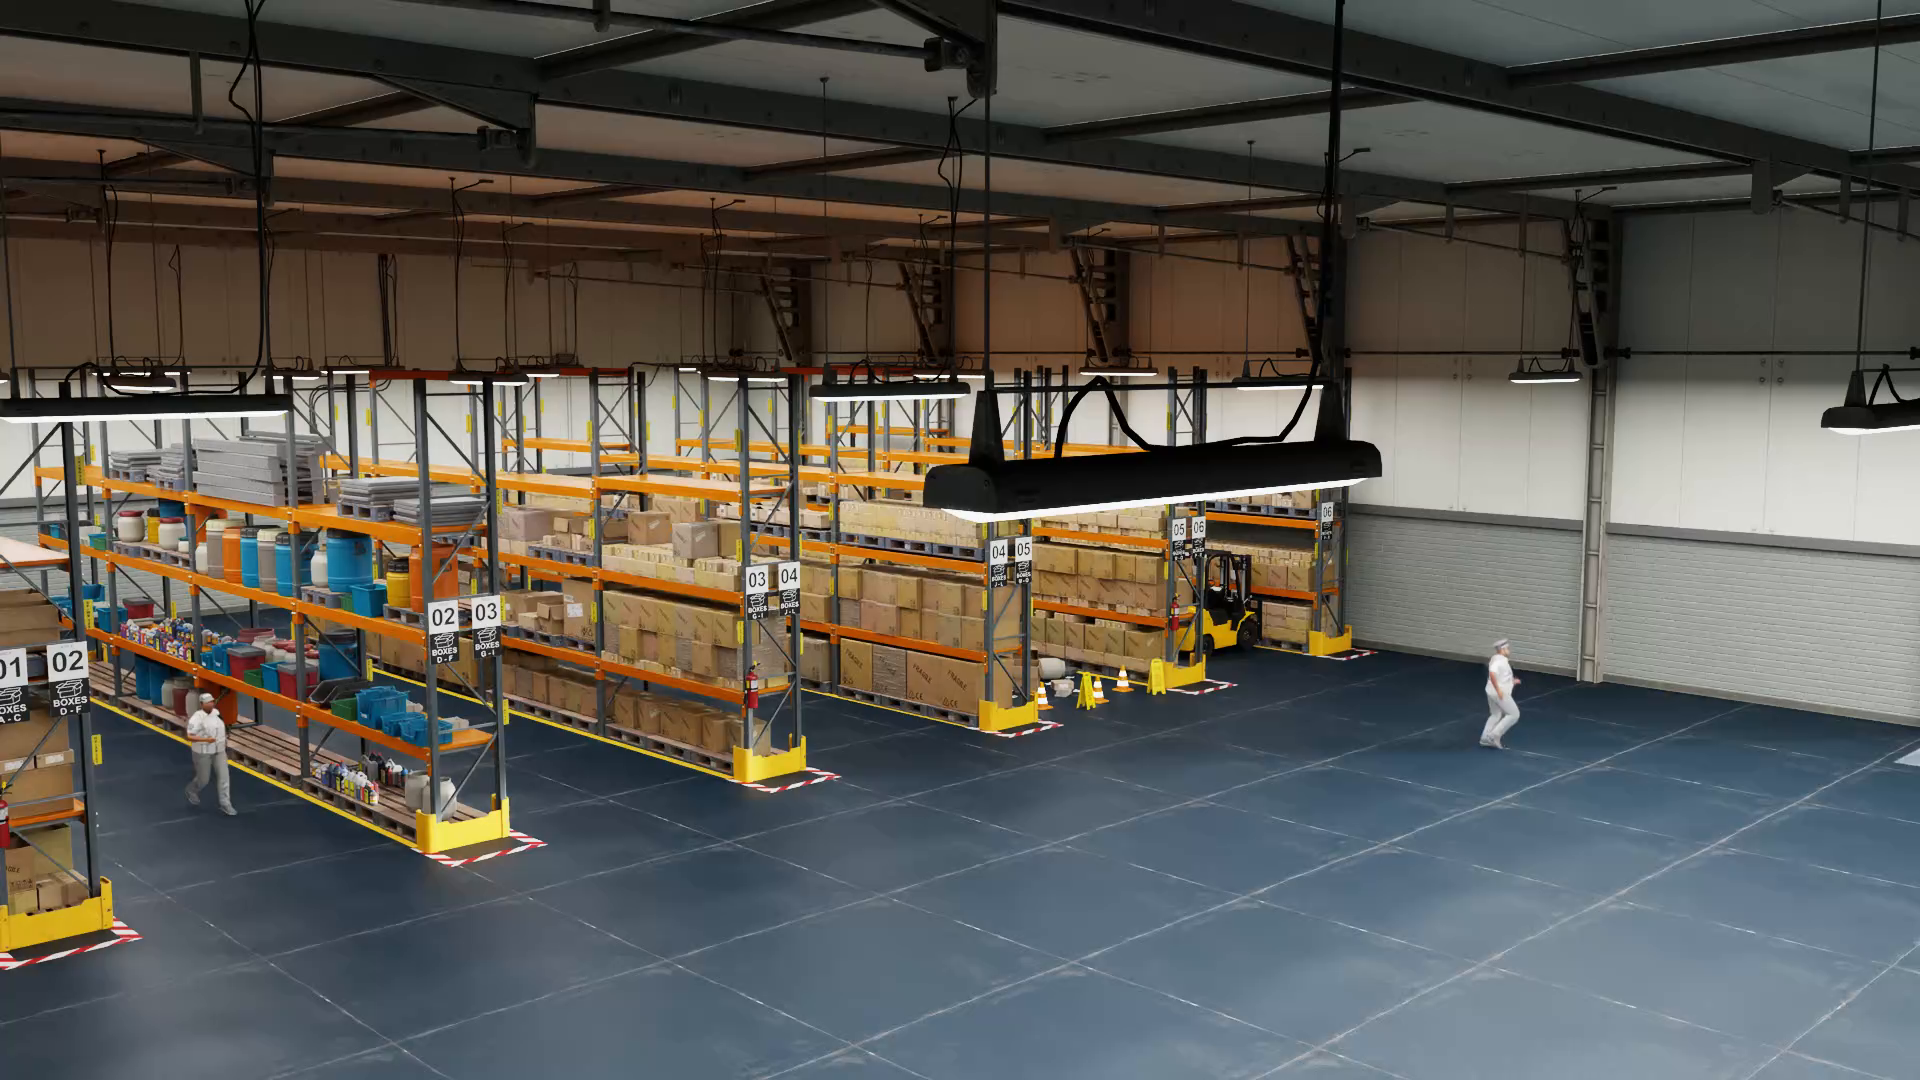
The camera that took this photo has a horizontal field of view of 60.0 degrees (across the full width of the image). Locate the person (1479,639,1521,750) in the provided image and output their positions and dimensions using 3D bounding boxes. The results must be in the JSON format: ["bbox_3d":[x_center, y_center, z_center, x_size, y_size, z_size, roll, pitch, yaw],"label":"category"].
[{"bbox_3d":[8.705,2.460,26.658,0.643,1.774,0.662,0,6,0],"label":"person"}]

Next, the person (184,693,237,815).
[{"bbox_3d":[-10.327,2.929,22.854,0.921,1.657,0.609,4,8,32],"label":"person"}]
